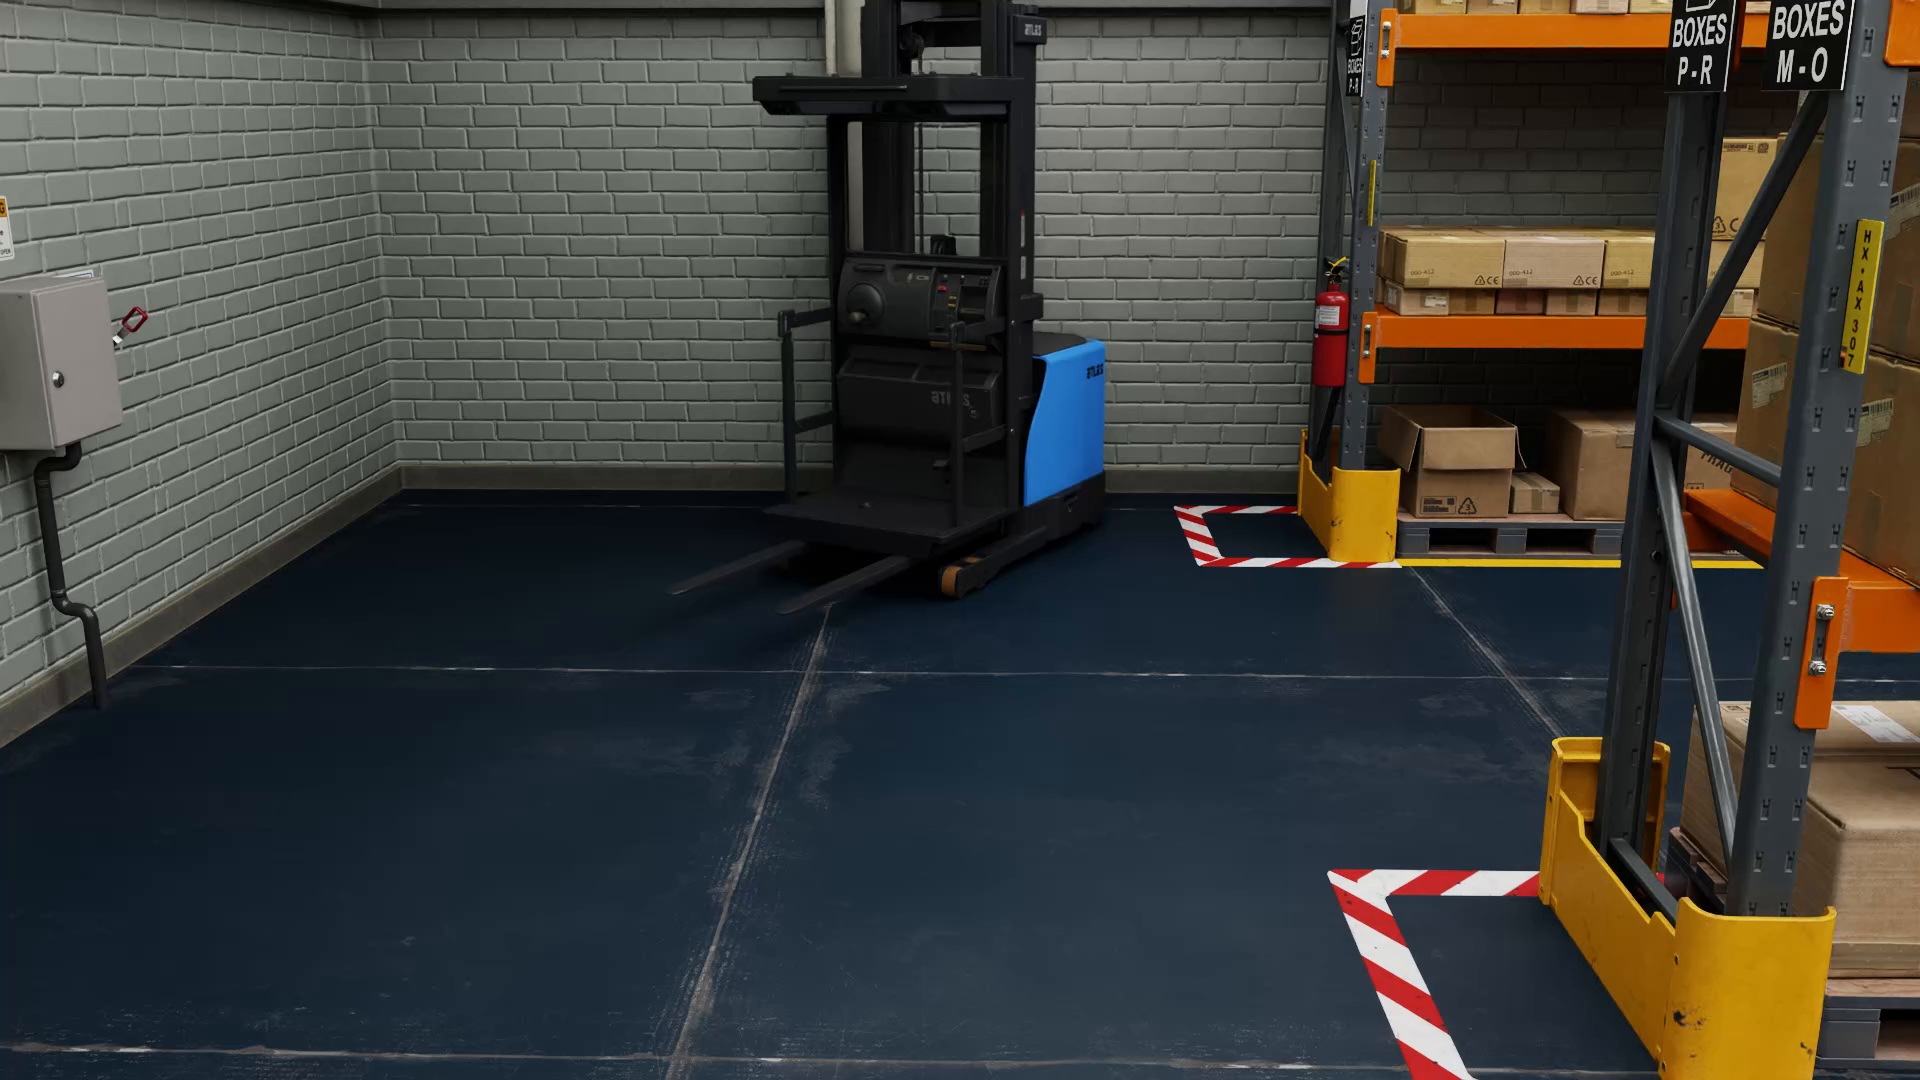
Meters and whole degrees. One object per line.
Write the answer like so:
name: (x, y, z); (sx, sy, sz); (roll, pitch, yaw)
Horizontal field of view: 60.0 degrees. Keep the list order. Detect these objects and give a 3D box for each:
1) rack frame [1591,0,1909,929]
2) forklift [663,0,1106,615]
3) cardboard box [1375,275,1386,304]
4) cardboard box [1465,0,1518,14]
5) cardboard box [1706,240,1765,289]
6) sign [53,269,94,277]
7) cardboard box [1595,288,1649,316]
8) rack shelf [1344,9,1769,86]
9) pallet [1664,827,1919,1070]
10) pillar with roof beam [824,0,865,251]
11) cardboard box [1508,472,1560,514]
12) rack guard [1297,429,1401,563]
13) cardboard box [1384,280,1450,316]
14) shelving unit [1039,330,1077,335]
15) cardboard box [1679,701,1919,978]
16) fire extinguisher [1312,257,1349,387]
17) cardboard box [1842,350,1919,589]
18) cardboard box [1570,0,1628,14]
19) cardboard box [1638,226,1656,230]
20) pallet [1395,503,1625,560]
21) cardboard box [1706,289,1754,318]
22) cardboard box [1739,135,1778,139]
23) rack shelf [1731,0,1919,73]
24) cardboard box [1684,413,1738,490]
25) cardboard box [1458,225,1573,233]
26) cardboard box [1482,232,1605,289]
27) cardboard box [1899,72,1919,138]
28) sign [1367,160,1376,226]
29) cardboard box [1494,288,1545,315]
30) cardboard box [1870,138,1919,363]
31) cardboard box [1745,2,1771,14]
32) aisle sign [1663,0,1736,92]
rack frame: (1.976, -0.213, 4.267); (0.127, 3.000, 1.000); (0, 15, 1)
forklift: (-0.318, -1.257, 8.358); (1.130, 2.935, 3.031); (8, 17, 28)
cardboard box: (2.437, -1.424, 9.348); (0.250, 0.149, 0.380); (0, 15, 1)
cardboard box: (2.675, -2.751, 8.500); (0.250, 0.149, 0.380); (1, 15, 2)
cardboard box: (4.068, -1.475, 8.761); (0.500, 0.250, 0.500); (0, 15, 0)
sign: (-3.656, -0.860, 6.905); (0.001, 0.494, 0.329); (0, 15, 1)
cardboard box: (3.457, -1.285, 8.823); (0.250, 0.149, 0.380); (1, 15, 2)
rack shelf: (4.099, -2.568, 8.725); (4.000, 0.370, 1.077); (0, 15, 1)
pallet: (2.777, 1.121, 4.678); (1.213, 0.211, 1.003); (0, 15, 1)
pillar with roof beam: (-0.683, -3.529, 5.076); (0.400, 9.000, 9.100); (0, 15, 1)
cardboard box: (3.132, -0.262, 9.220); (0.250, 0.149, 0.380); (0, 15, -1)
rack guard: (2.175, -0.270, 9.382); (0.348, 0.500, 1.175); (0, 15, 1)
cardboard box: (2.421, -1.285, 8.824); (0.250, 0.149, 0.380); (0, 15, 1)
shelving unit: (0.519, -0.723, 9.997); (0.252, 1.050, 0.215); (9, 14, 30)
cardboard box: (2.638, 0.802, 4.620); (0.875, 0.438, 0.875); (0, 15, 0)
fire extinguisher: (1.940, -1.144, 8.679); (0.183, 0.674, 0.296); (0, 15, 1)
cardboard box: (2.449, -0.185, 3.965); (0.500, 0.500, 0.500); (0, 15, 1)
cardboard box: (3.177, -2.717, 8.372); (0.250, 0.149, 0.380); (1, 15, 3)
cardboard box: (4.099, -1.603, 9.247); (0.500, 0.250, 0.500); (0, 15, 1)
pallet: (2.972, -0.125, 9.400); (1.213, 0.211, 1.003); (0, 15, 1)
cardboard box: (3.971, -1.268, 8.757); (0.250, 0.149, 0.380); (1, 15, 3)
cardboard box: (4.616, -1.964, 9.145); (0.500, 0.500, 0.500); (0, 15, 0)
rack shelf: (3.975, -1.302, 3.927); (4.000, 0.370, 1.077); (0, 15, 1)
cardboard box: (4.088, -0.401, 9.055); (0.500, 0.500, 0.500); (1, 15, 2)
cardboard box: (3.081, -1.611, 9.277); (0.500, 0.250, 0.500); (0, 15, 2)
cardboard box: (3.050, -1.475, 8.762); (0.500, 0.250, 0.500); (1, 15, 2)
cardboard box: (2.324, -0.985, 3.767); (0.250, 0.149, 0.380); (1, 15, 3)
sign: (2.085, -1.759, 8.430); (0.005, 0.325, 0.100); (0, 15, 1)
cardboard box: (2.940, -1.302, 8.889); (0.250, 0.149, 0.380); (0, 15, 1)
cardboard box: (2.449, -0.669, 3.839); (0.500, 0.500, 0.500); (0, 15, 0)
cardboard box: (3.942, -2.711, 8.350); (0.250, 0.149, 0.380); (0, 15, 2)
aisle sign: (1.912, -1.549, 4.237); (0.004, 0.787, 0.394); (0, 15, 1)
